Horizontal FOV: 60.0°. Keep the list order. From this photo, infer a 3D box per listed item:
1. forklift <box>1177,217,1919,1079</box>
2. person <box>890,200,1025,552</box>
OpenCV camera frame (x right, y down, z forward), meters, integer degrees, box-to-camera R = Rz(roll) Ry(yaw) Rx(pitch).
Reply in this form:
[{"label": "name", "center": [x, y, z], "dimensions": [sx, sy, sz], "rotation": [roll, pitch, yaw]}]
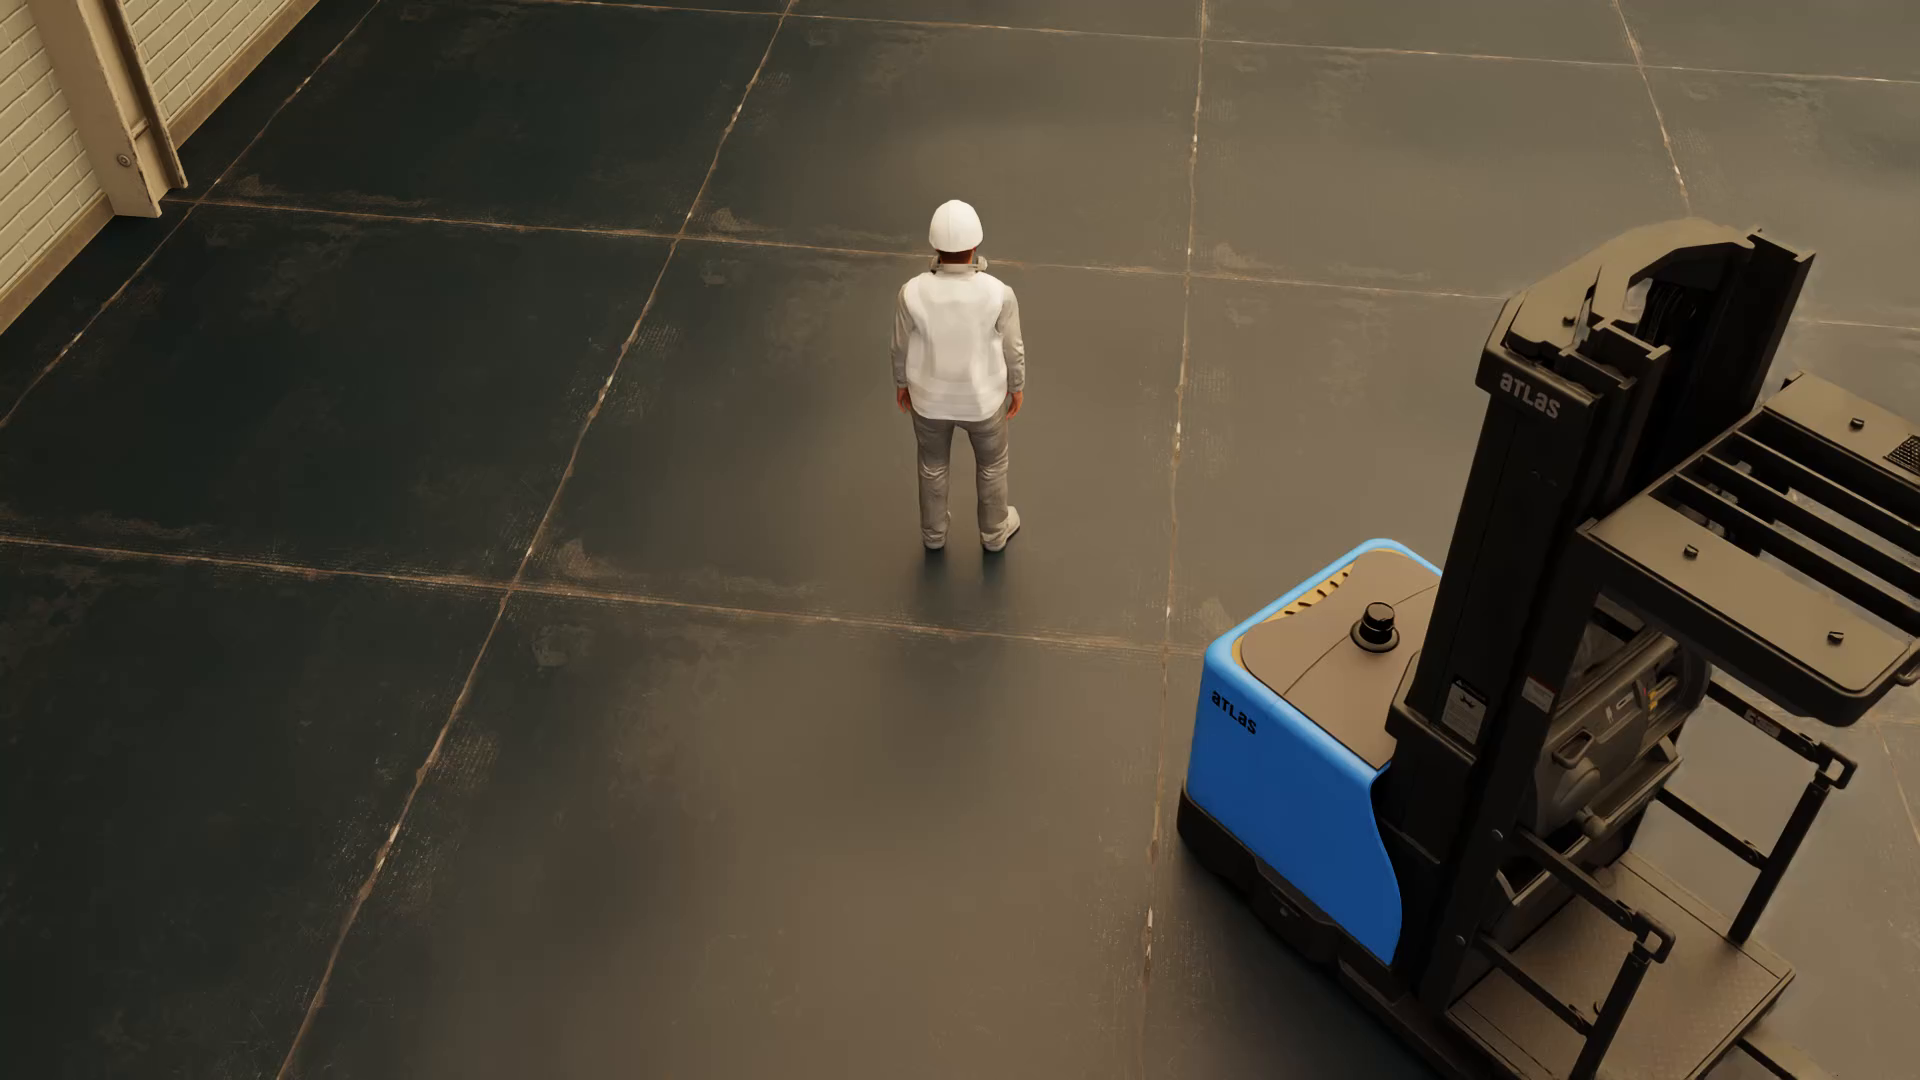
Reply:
[{"label": "forklift", "center": [2.180, 0.655, 5.011], "dimensions": [1.130, 2.935, 3.031], "rotation": [-29, 50, -28]}, {"label": "person", "center": [-0.006, -0.669, 7.311], "dimensions": [0.580, 1.770, 0.463], "rotation": [4, 43, 4]}]
